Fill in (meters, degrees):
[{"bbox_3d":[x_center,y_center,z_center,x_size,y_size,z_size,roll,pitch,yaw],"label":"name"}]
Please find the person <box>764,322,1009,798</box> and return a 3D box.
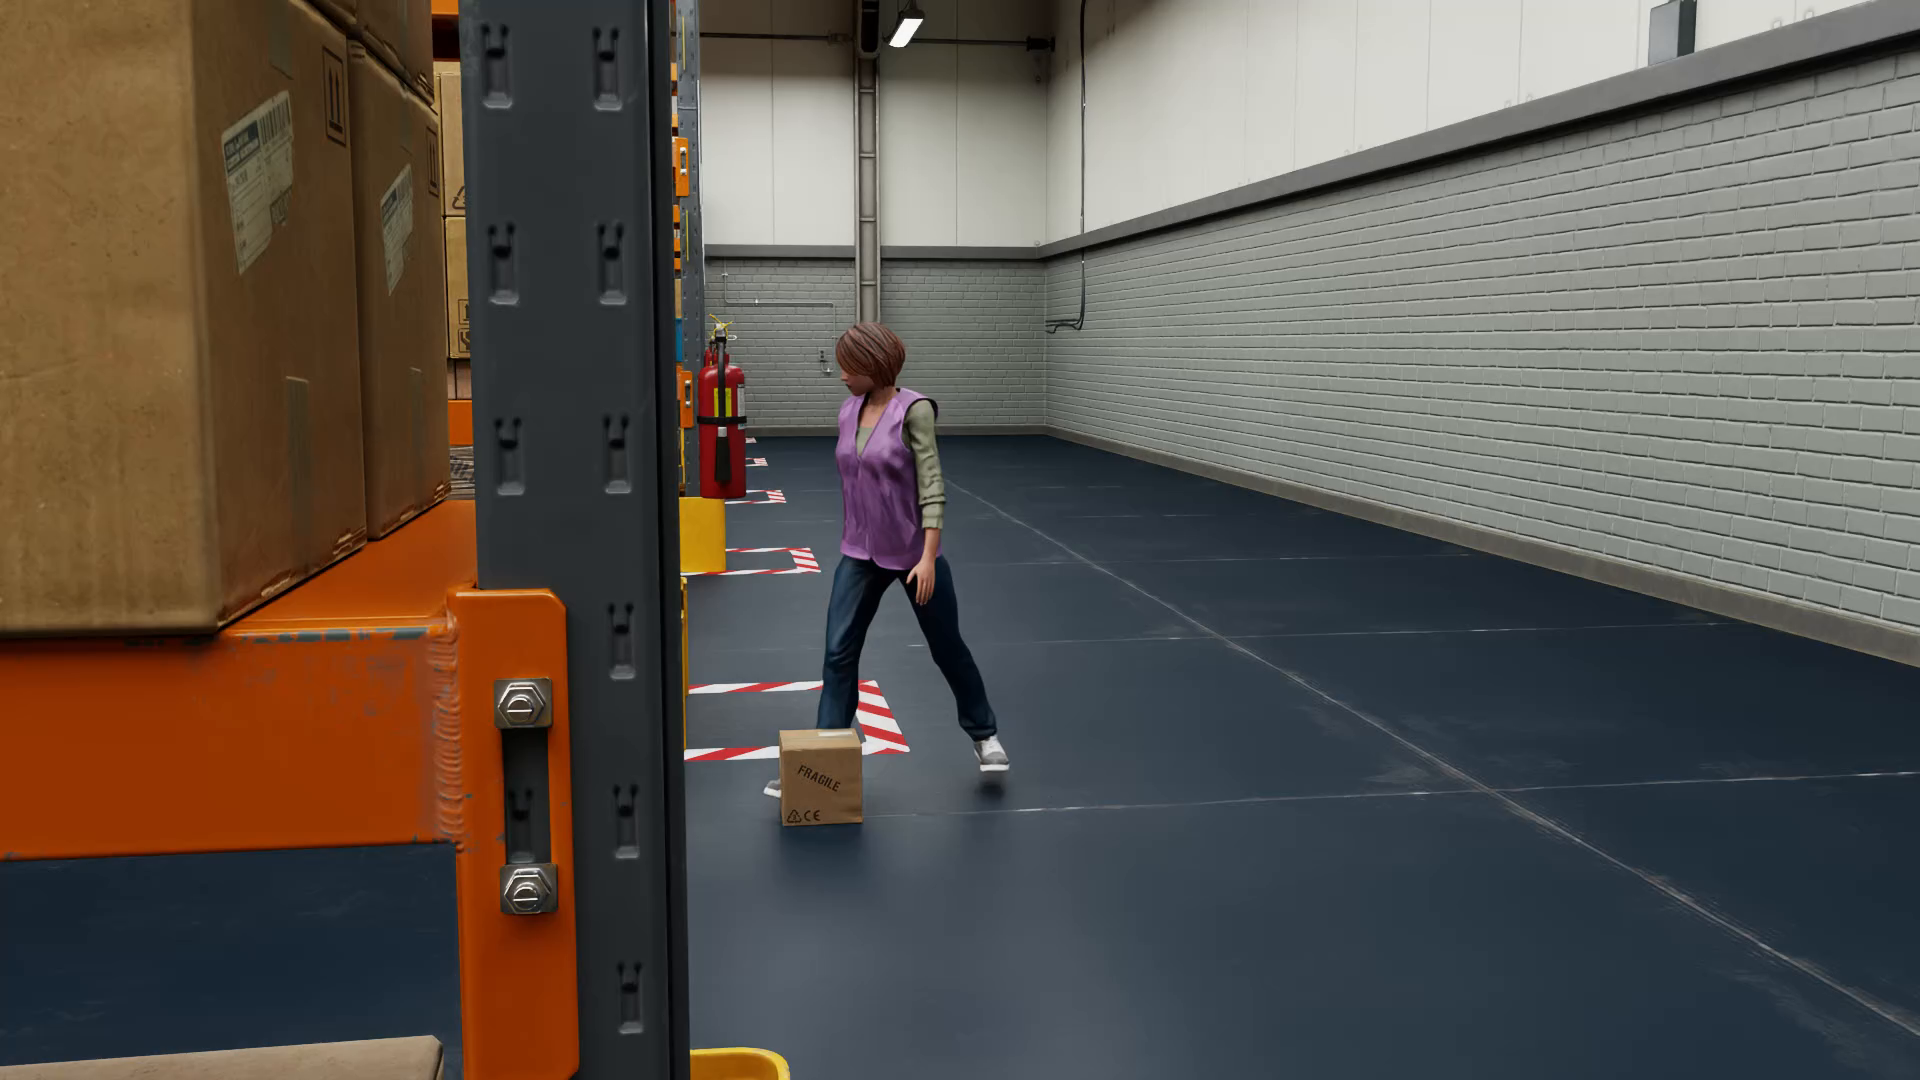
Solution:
[{"bbox_3d":[-0.201,0.065,5.501,0.551,1.546,0.846,4,8,29],"label":"person"}]
